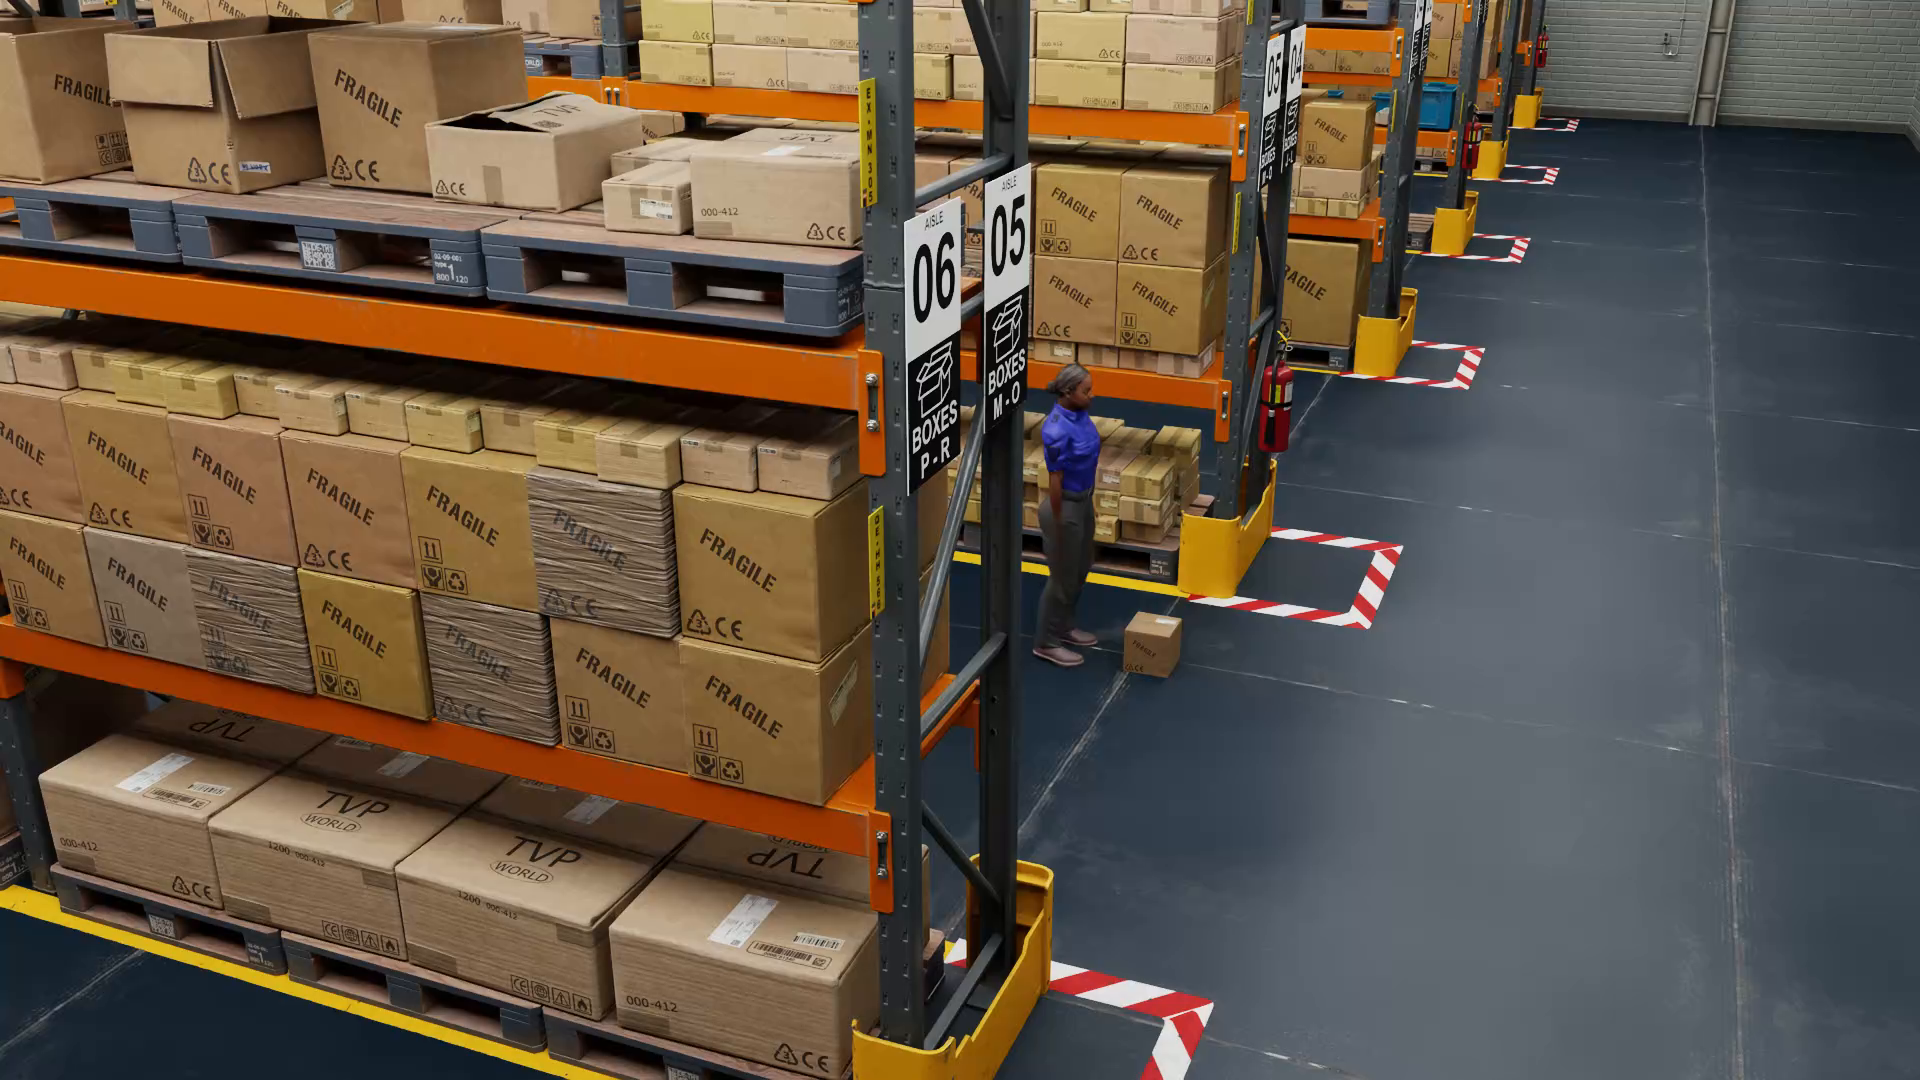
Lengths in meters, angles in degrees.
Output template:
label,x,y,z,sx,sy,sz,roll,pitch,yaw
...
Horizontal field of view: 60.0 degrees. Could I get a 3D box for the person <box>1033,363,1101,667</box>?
label,x,y,z,sx,sy,sz,roll,pitch,yaw
person,0.596,-0.154,8.977,0.300,1.658,0.438,9,24,21
